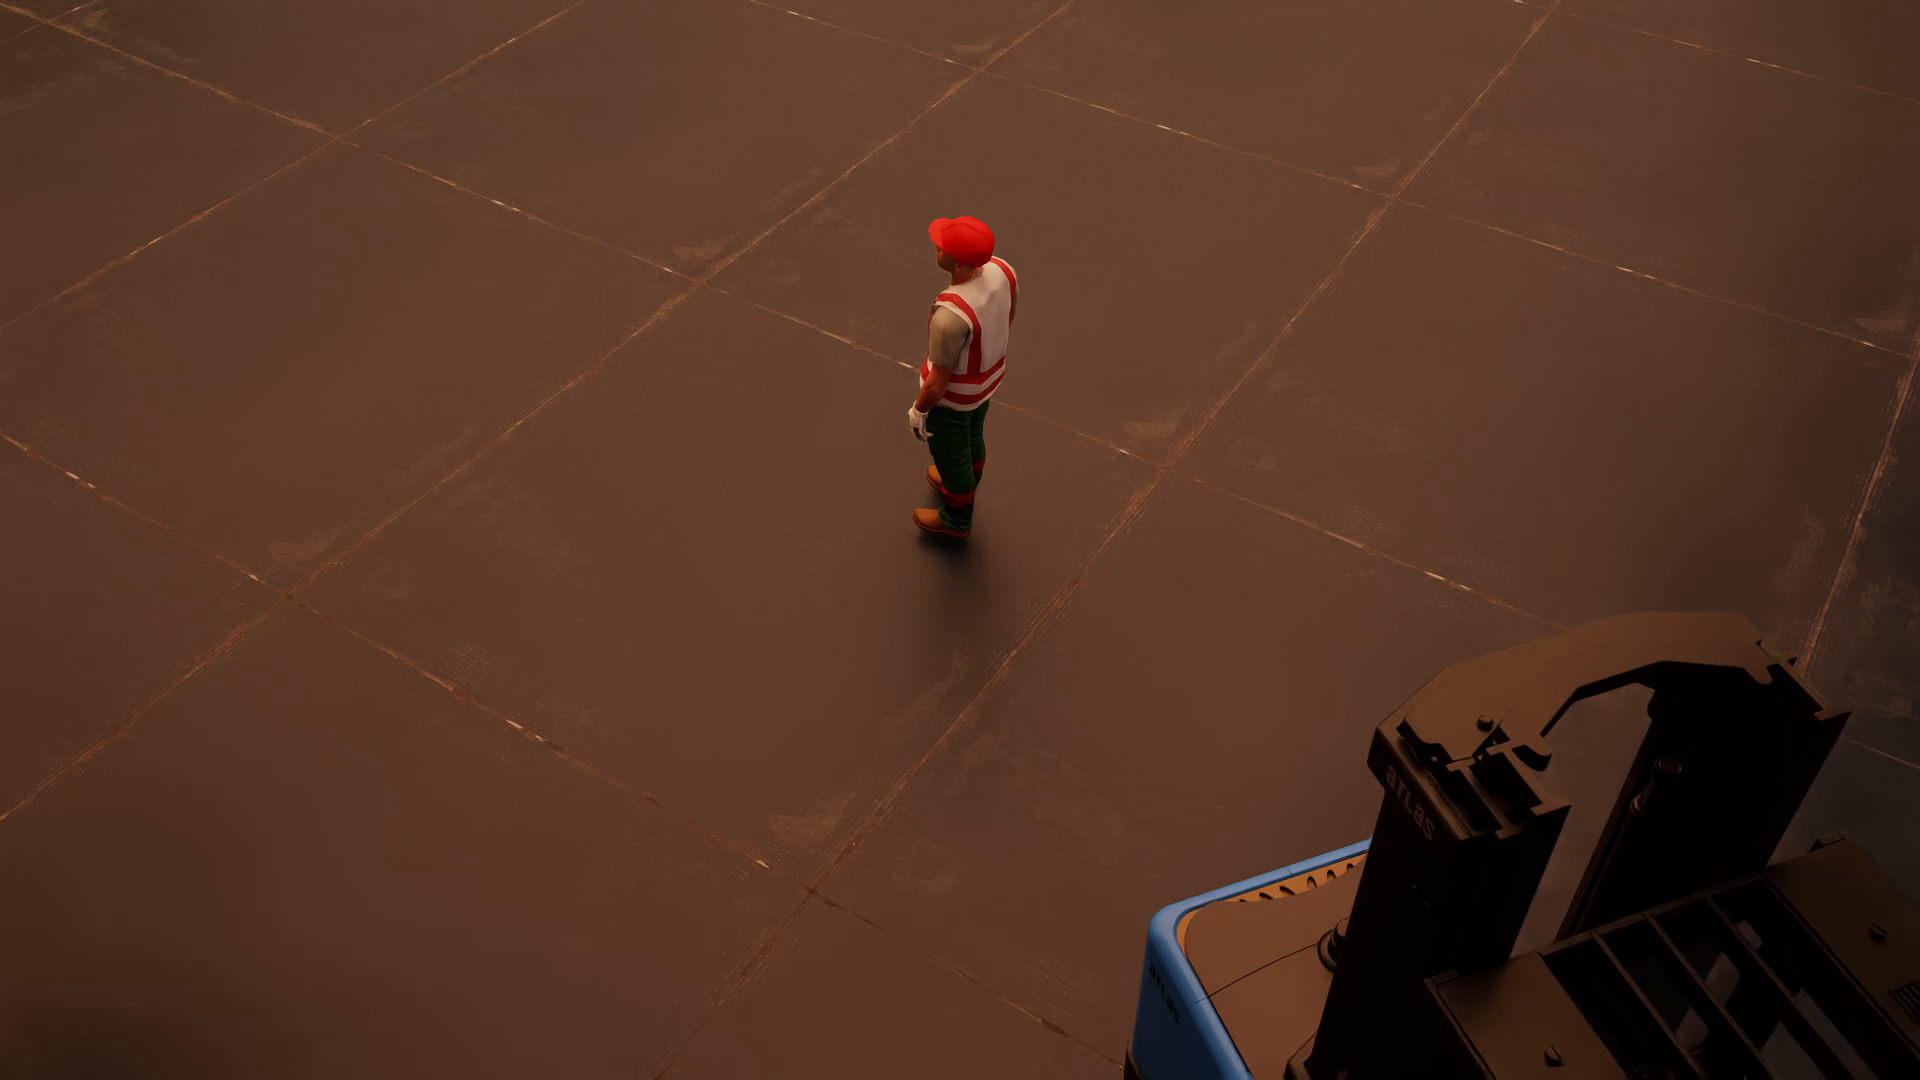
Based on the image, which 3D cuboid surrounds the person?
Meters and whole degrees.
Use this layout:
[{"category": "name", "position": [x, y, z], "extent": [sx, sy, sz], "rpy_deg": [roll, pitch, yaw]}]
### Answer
[{"category": "person", "position": [-0.062, -0.719, 7.369], "extent": [0.561, 1.789, 0.638], "rpy_deg": [24, 48, 23]}]

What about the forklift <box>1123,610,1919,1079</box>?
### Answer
[{"category": "forklift", "position": [1.565, 1.713, 4.042], "extent": [1.130, 2.935, 3.031], "rpy_deg": [-14, 45, -15]}]
